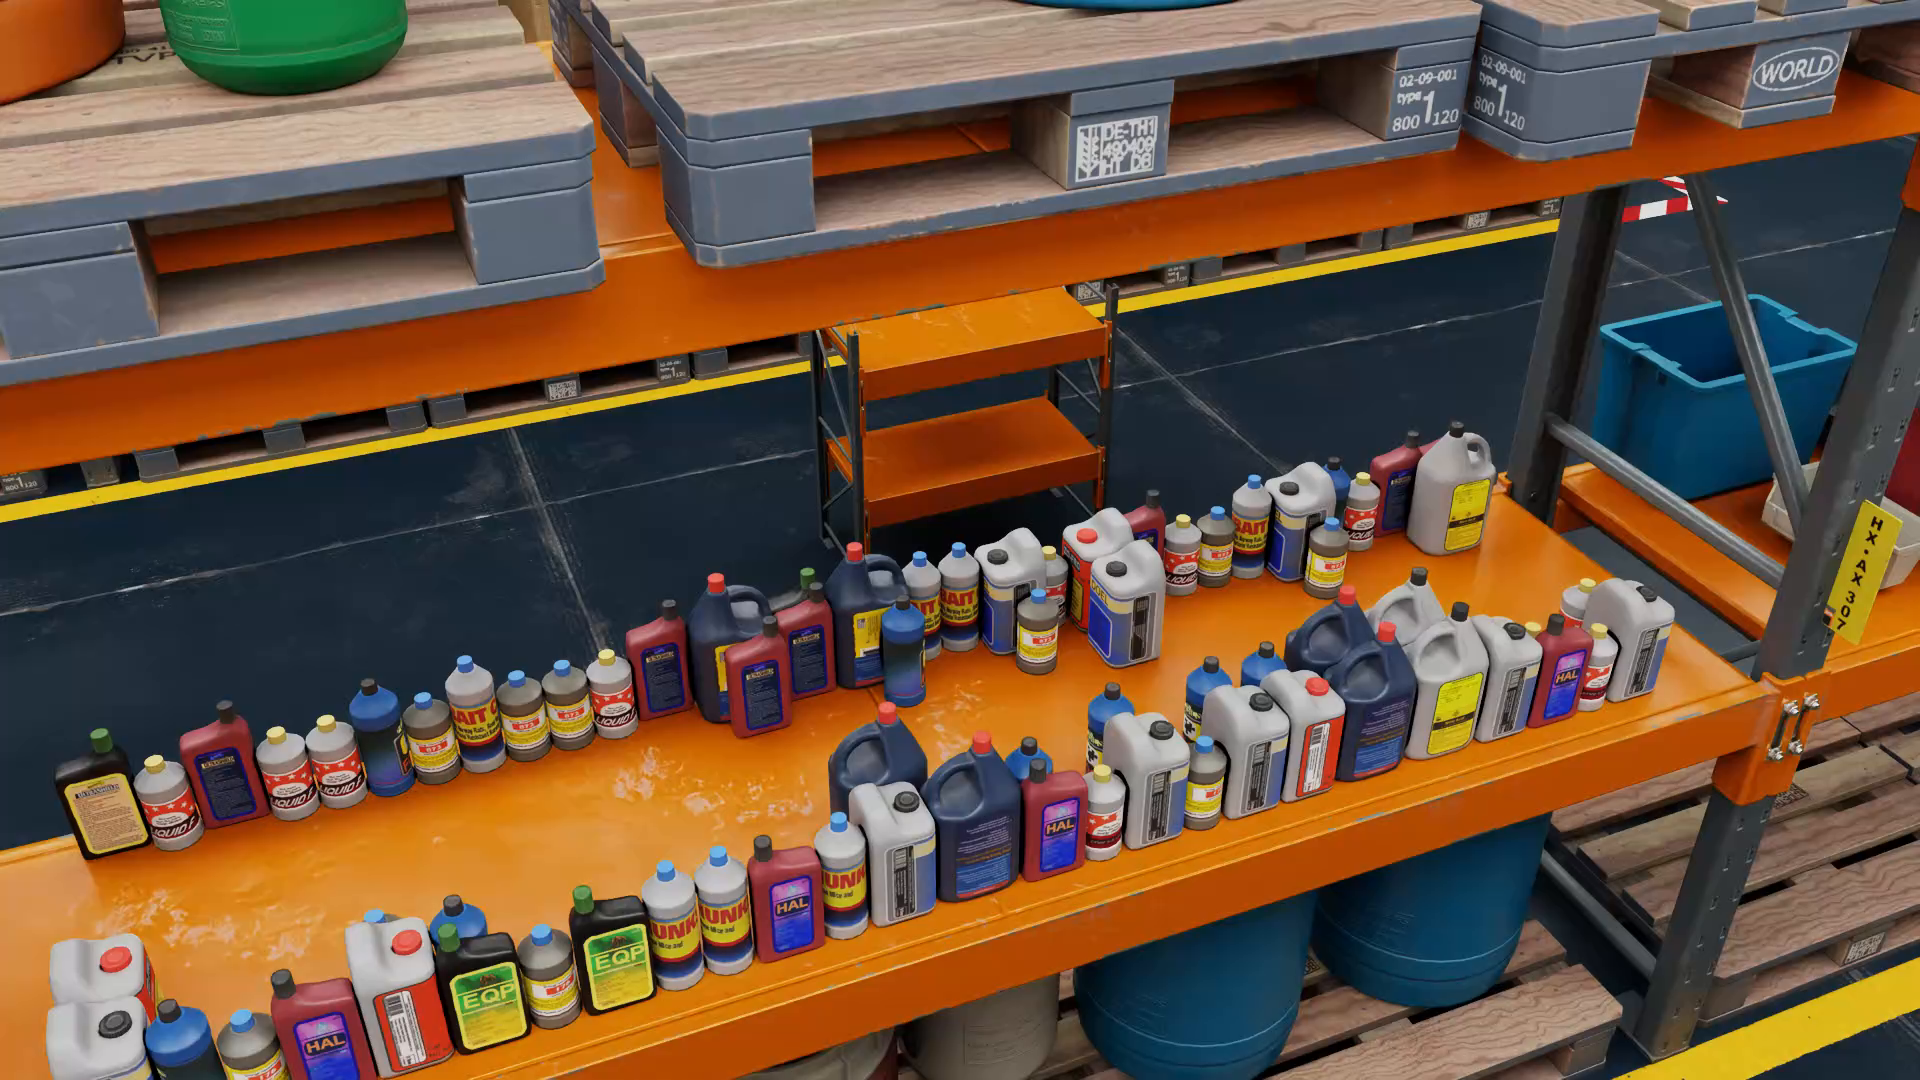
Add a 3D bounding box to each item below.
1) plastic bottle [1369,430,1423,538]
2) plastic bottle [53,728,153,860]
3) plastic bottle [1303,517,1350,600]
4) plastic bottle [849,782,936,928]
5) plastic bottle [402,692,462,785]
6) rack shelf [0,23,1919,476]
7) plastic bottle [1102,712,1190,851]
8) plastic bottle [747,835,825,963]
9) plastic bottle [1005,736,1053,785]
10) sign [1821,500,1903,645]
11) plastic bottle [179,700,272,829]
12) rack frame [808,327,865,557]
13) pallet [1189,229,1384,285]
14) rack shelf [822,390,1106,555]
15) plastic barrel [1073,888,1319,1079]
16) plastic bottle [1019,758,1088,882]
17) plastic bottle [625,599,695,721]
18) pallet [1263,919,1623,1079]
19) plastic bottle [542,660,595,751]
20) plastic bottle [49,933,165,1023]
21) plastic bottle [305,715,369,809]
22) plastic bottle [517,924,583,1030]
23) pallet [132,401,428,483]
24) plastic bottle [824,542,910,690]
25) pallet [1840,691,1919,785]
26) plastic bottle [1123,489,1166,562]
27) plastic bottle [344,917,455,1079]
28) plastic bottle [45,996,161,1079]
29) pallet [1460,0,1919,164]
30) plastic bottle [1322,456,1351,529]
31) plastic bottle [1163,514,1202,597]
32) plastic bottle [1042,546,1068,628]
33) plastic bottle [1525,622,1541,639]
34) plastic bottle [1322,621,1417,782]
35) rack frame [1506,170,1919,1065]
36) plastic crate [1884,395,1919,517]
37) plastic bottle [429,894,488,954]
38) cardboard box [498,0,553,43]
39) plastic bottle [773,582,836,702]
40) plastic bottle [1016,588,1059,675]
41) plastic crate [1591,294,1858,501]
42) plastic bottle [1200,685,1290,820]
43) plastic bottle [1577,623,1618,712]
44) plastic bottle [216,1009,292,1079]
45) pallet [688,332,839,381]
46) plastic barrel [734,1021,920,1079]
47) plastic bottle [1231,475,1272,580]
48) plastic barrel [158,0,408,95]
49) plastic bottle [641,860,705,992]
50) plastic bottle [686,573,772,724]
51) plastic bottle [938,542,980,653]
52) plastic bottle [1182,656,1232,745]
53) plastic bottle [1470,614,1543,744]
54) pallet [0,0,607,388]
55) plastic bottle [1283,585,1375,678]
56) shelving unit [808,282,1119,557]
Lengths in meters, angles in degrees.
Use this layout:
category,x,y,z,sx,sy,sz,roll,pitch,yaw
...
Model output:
category,x,y,z,sx,sy,sz,roll,pitch,yaw
plastic bottle,1.130,-0.148,4.334,0.133,0.283,0.061,-13,35,-19
plastic bottle,-1.724,0.506,3.329,0.133,0.283,0.061,-13,35,-19
plastic bottle,0.911,0.038,4.124,0.097,0.201,0.097,0,33,0
plastic bottle,-0.129,0.587,3.211,0.135,0.276,0.152,-13,35,-19
plastic bottle,-1.128,0.415,3.545,0.097,0.201,0.097,0,33,0
rack shelf,-0.087,-0.621,2.864,4.000,0.370,1.077,-13,35,-19
plastic bottle,0.379,0.471,3.389,0.135,0.276,0.152,-13,35,-19
plastic bottle,-0.324,0.656,3.099,0.133,0.283,0.061,-13,35,-19
plastic bottle,0.136,0.509,3.336,0.097,0.271,0.097,0,33,0
sign,1.968,0.073,3.633,0.005,0.325,0.100,-13,35,-19
plastic bottle,-1.511,0.457,3.404,0.133,0.283,0.061,-13,35,-19
rack frame,-0.462,-0.366,6.280,0.032,1.125,0.500,-13,35,-19
pallet,1.603,-1.815,9.345,1.213,0.211,1.003,-13,35,-19
rack shelf,0.006,-0.268,6.579,1.000,0.278,0.538,-13,35,-19
plastic barrel,0.596,0.872,4.199,0.708,0.901,0.600,-13,35,-19
plastic bottle,0.183,0.540,3.277,0.133,0.283,0.061,-13,35,-19
plastic bottle,-0.670,0.264,3.700,0.133,0.283,0.061,-13,35,-19
pallet,1.029,1.223,4.677,1.213,0.211,1.003,-13,35,-19
plastic bottle,-0.859,0.353,3.639,0.097,0.201,0.097,0,33,0
plastic bottle,-1.466,0.804,2.878,0.135,0.276,0.152,-13,35,-19
plastic bottle,-1.308,0.456,3.481,0.097,0.201,0.097,0,33,0
plastic bottle,-0.740,0.775,2.991,0.097,0.201,0.097,0,33,0
pallet,-3.142,-0.705,7.639,1.213,0.211,1.003,-13,35,-19
plastic bottle,-0.213,0.156,3.804,0.185,0.351,0.144,-13,35,-19
pallet,3.546,0.647,5.563,1.213,0.211,1.003,-13,35,-19
plastic bottle,0.435,0.012,4.089,0.133,0.283,0.061,-13,35,-19
plastic bottle,-0.981,0.782,2.911,0.135,0.276,0.152,-13,35,-19
plastic bottle,-1.407,0.880,2.761,0.135,0.276,0.152,-13,35,-19
pallet,1.072,-1.051,3.038,1.003,0.211,1.213,-13,35,-19
plastic bottle,0.941,-0.089,4.254,0.097,0.271,0.097,0,33,0
plastic bottle,0.548,0.031,4.134,0.097,0.201,0.097,0,33,0
plastic bottle,0.211,0.108,4.016,0.097,0.201,0.097,0,33,0
plastic bottle,1.276,0.277,3.756,0.097,0.201,0.097,0,33,0
plastic bottle,0.865,0.331,3.537,0.185,0.351,0.144,-13,35,-19
rack frame,1.757,-0.088,4.134,0.127,3.000,1.000,-13,35,-19
plastic crate,2.677,-0.202,4.196,0.583,0.464,0.402,-13,35,-19
plastic bottle,-0.887,0.743,2.976,0.097,0.271,0.097,0,33,0
cardboard box,-1.762,-2.393,7.201,0.500,0.500,0.700,-23,39,-31
plastic bottle,-0.353,0.228,3.756,0.133,0.283,0.061,-13,35,-19
plastic bottle,0.180,0.205,3.867,0.097,0.201,0.097,0,33,0
plastic crate,2.055,-0.376,4.537,0.575,0.384,0.392,-13,35,-19
plastic bottle,0.593,0.422,3.465,0.135,0.276,0.152,-13,35,-19
plastic bottle,1.422,0.280,3.752,0.097,0.201,0.097,0,33,0
plastic bottle,-1.200,0.880,2.829,0.097,0.201,0.097,0,33,0
pallet,-0.893,-1.220,8.431,1.213,0.211,1.003,-13,35,-19
plastic barrel,-0.446,1.241,3.918,0.708,0.588,0.600,-13,35,-19
plastic bottle,0.728,-0.040,4.178,0.097,0.271,0.097,0,33,0
plastic barrel,-0.865,-0.719,2.112,0.294,0.245,0.294,0,33,0
plastic bottle,-0.527,0.697,3.047,0.097,0.271,0.097,0,33,0
plastic bottle,-0.507,0.224,3.701,0.185,0.351,0.144,-13,35,-19
plastic bottle,-0.003,0.128,3.922,0.097,0.271,0.097,0,33,0
plastic bottle,0.527,0.365,3.556,0.097,0.271,0.097,0,33,0
plastic bottle,1.182,0.287,3.672,0.135,0.276,0.152,-13,35,-19
pallet,-1.188,-0.534,2.242,1.213,0.211,1.003,-13,35,-19
plastic bottle,0.810,0.258,3.648,0.185,0.351,0.144,-13,35,-19
shelving unit,0.006,-0.473,6.445,1.048,1.125,0.538,-13,35,-19
